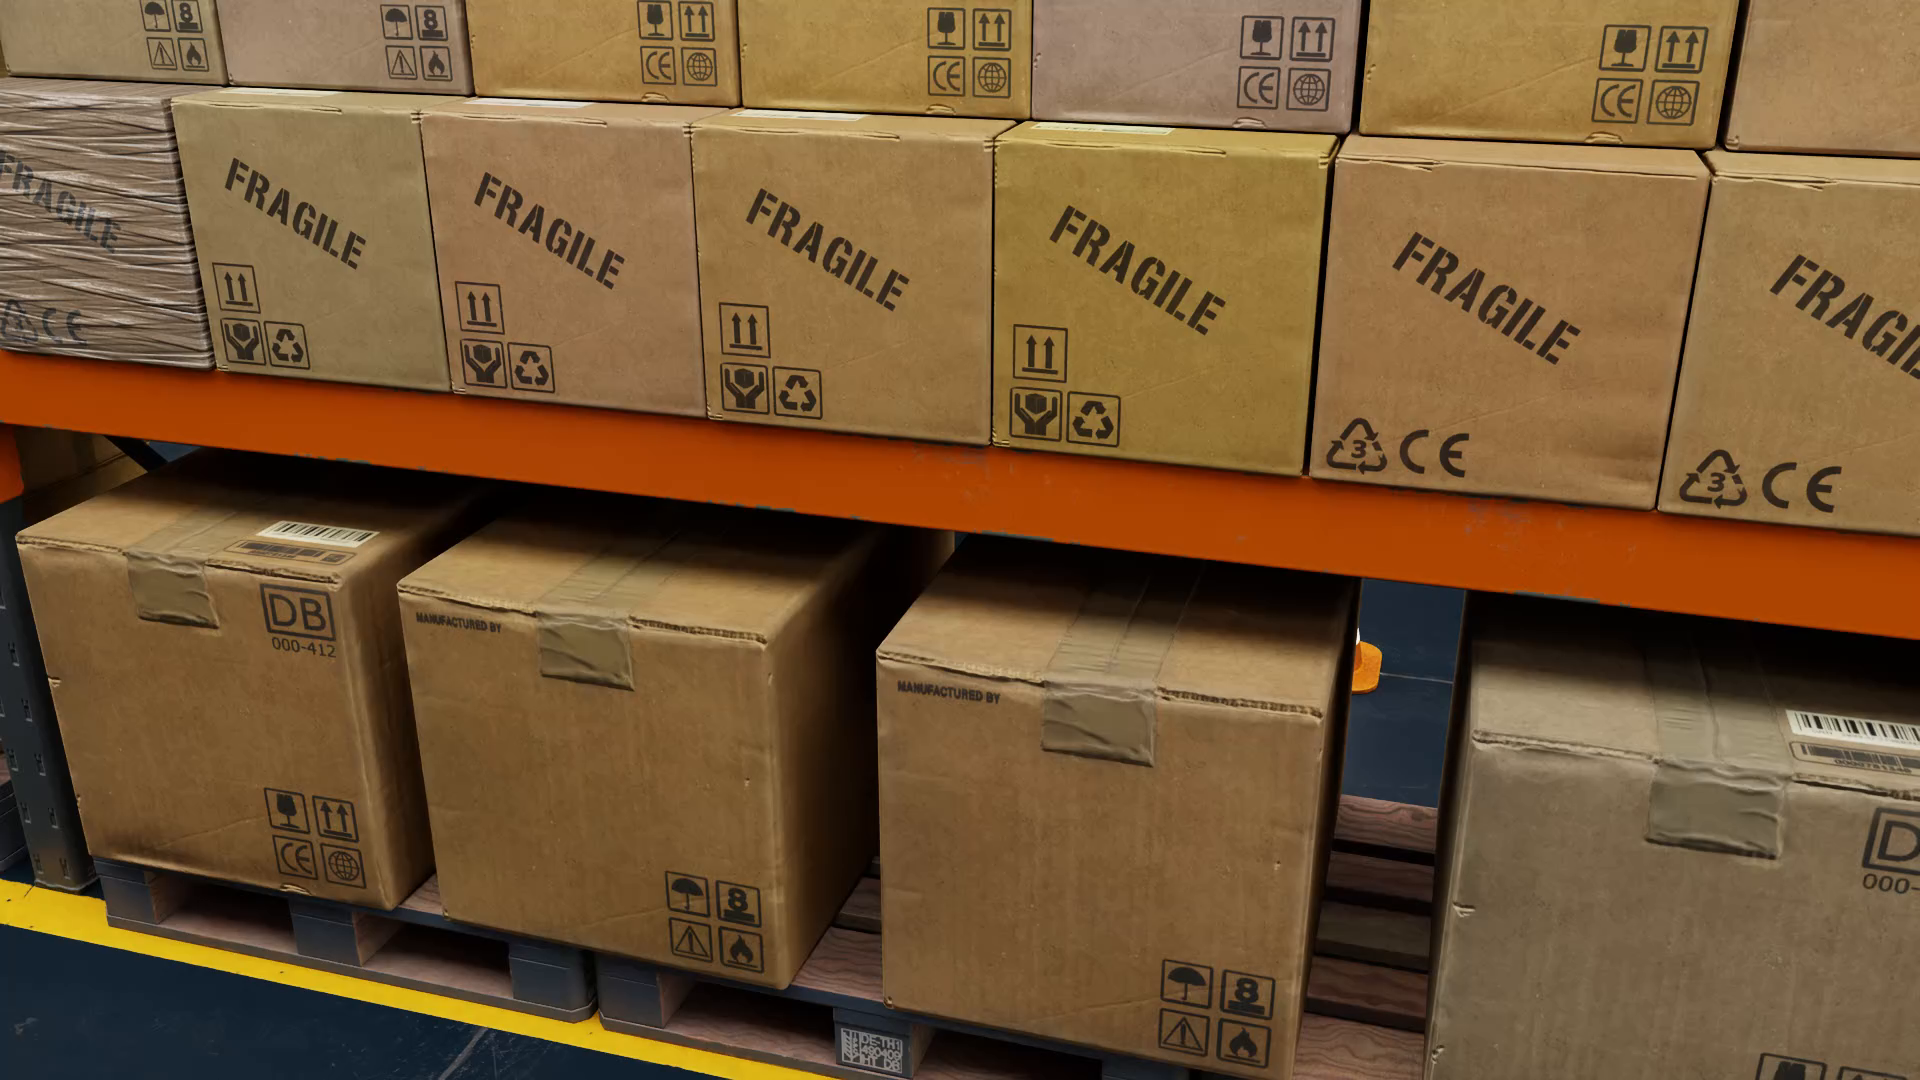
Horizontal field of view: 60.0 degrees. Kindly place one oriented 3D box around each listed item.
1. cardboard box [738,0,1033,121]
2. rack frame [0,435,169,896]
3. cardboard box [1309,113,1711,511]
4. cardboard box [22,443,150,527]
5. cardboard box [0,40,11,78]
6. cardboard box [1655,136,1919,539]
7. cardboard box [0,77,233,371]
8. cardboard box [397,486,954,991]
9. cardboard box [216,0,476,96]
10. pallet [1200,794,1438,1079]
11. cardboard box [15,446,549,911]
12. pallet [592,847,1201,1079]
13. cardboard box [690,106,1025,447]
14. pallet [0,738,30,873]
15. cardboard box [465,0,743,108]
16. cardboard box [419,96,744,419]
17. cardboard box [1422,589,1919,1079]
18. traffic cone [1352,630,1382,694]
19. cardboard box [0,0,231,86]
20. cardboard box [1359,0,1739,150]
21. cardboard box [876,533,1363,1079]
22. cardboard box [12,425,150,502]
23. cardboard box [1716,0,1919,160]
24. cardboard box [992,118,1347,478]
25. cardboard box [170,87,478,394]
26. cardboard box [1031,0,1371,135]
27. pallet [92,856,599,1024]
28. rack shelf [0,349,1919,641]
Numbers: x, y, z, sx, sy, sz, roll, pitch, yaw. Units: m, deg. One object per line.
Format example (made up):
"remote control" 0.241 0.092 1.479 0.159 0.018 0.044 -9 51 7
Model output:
"cardboard box" -0.029 -1.054 2.938 0.500 0.500 0.700 6 23 15
"rack frame" -1.921 -0.764 3.681 0.127 3.000 1.000 7 23 16
"cardboard box" 0.848 -0.388 2.631 0.500 0.500 0.500 6 23 15
"cardboard box" -2.525 0.028 4.491 0.500 0.500 0.500 6 23 13
"cardboard box" -2.326 -1.106 3.899 0.250 0.149 0.380 8 24 18
"cardboard box" 1.331 -0.332 2.496 0.500 0.500 0.500 6 23 15
"cardboard box" -1.570 -0.663 3.303 0.500 0.500 0.500 7 23 16
"cardboard box" -0.526 0.276 3.555 0.750 0.750 1.050 7 23 16
"cardboard box" -1.010 -1.165 3.210 0.500 0.500 0.700 6 23 15
"pallet" 1.148 0.907 3.281 1.213 0.211 1.003 7 23 16
"cardboard box" -1.364 0.182 3.786 0.750 0.750 1.050 6 23 15
"pallet" -0.024 0.774 3.605 1.213 0.211 1.003 7 23 16
"cardboard box" -0.123 -0.498 2.899 0.500 0.500 0.500 6 23 15
"pallet" -2.669 0.440 4.420 1.213 0.211 1.003 7 23 16
"cardboard box" -0.518 -1.110 3.074 0.500 0.500 0.700 6 23 15
"cardboard box" -0.599 -0.553 3.034 0.500 0.500 0.500 7 23 15
"cardboard box" 1.288 0.485 3.045 0.750 0.750 1.050 6 23 15
"traffic cone" 1.060 0.152 4.789 0.334 0.463 0.336 7 23 16
"cardboard box" -1.494 -1.220 3.343 0.500 0.500 0.700 6 23 15
"cardboard box" 0.938 -0.943 2.666 0.500 0.500 0.700 6 23 15
"cardboard box" 0.365 0.378 3.307 0.750 0.750 1.050 7 23 15
"cardboard box" -2.512 -0.313 4.332 0.500 0.250 0.500 5 23 13
"cardboard box" 1.431 -0.887 2.531 0.500 0.500 0.700 6 23 15
"cardboard box" 0.364 -0.443 2.766 0.500 0.500 0.500 7 23 16
"cardboard box" -1.082 -0.609 3.170 0.500 0.500 0.500 6 23 15
"cardboard box" 0.454 -0.998 2.802 0.500 0.500 0.700 7 23 16
"pallet" -1.188 0.640 3.933 1.213 0.211 1.003 7 23 16
"rack shelf" -0.007 -0.212 3.283 4.000 0.370 1.077 7 23 16
